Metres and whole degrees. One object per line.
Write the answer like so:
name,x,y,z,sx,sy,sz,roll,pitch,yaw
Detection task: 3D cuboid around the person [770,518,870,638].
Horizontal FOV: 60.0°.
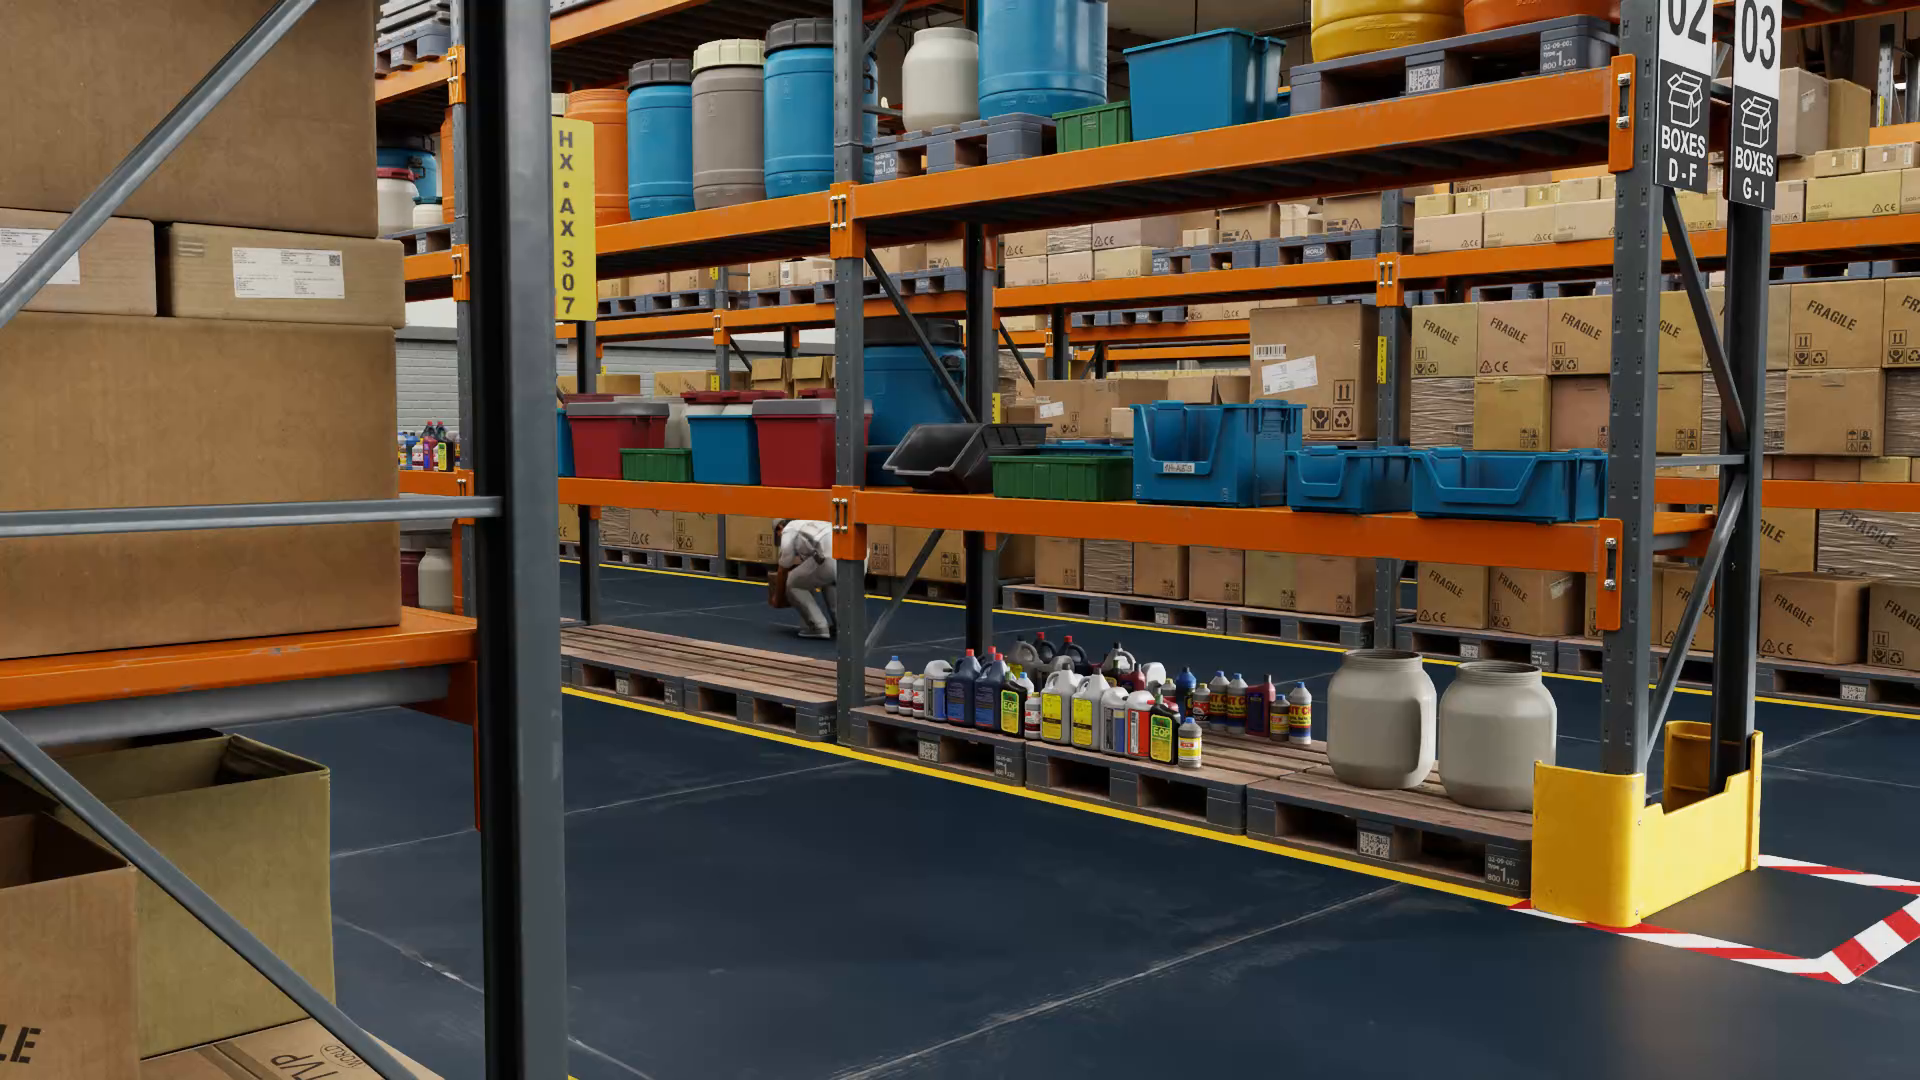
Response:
person,-1.115,0.272,12.864,0.921,0.942,0.514,4,6,44
